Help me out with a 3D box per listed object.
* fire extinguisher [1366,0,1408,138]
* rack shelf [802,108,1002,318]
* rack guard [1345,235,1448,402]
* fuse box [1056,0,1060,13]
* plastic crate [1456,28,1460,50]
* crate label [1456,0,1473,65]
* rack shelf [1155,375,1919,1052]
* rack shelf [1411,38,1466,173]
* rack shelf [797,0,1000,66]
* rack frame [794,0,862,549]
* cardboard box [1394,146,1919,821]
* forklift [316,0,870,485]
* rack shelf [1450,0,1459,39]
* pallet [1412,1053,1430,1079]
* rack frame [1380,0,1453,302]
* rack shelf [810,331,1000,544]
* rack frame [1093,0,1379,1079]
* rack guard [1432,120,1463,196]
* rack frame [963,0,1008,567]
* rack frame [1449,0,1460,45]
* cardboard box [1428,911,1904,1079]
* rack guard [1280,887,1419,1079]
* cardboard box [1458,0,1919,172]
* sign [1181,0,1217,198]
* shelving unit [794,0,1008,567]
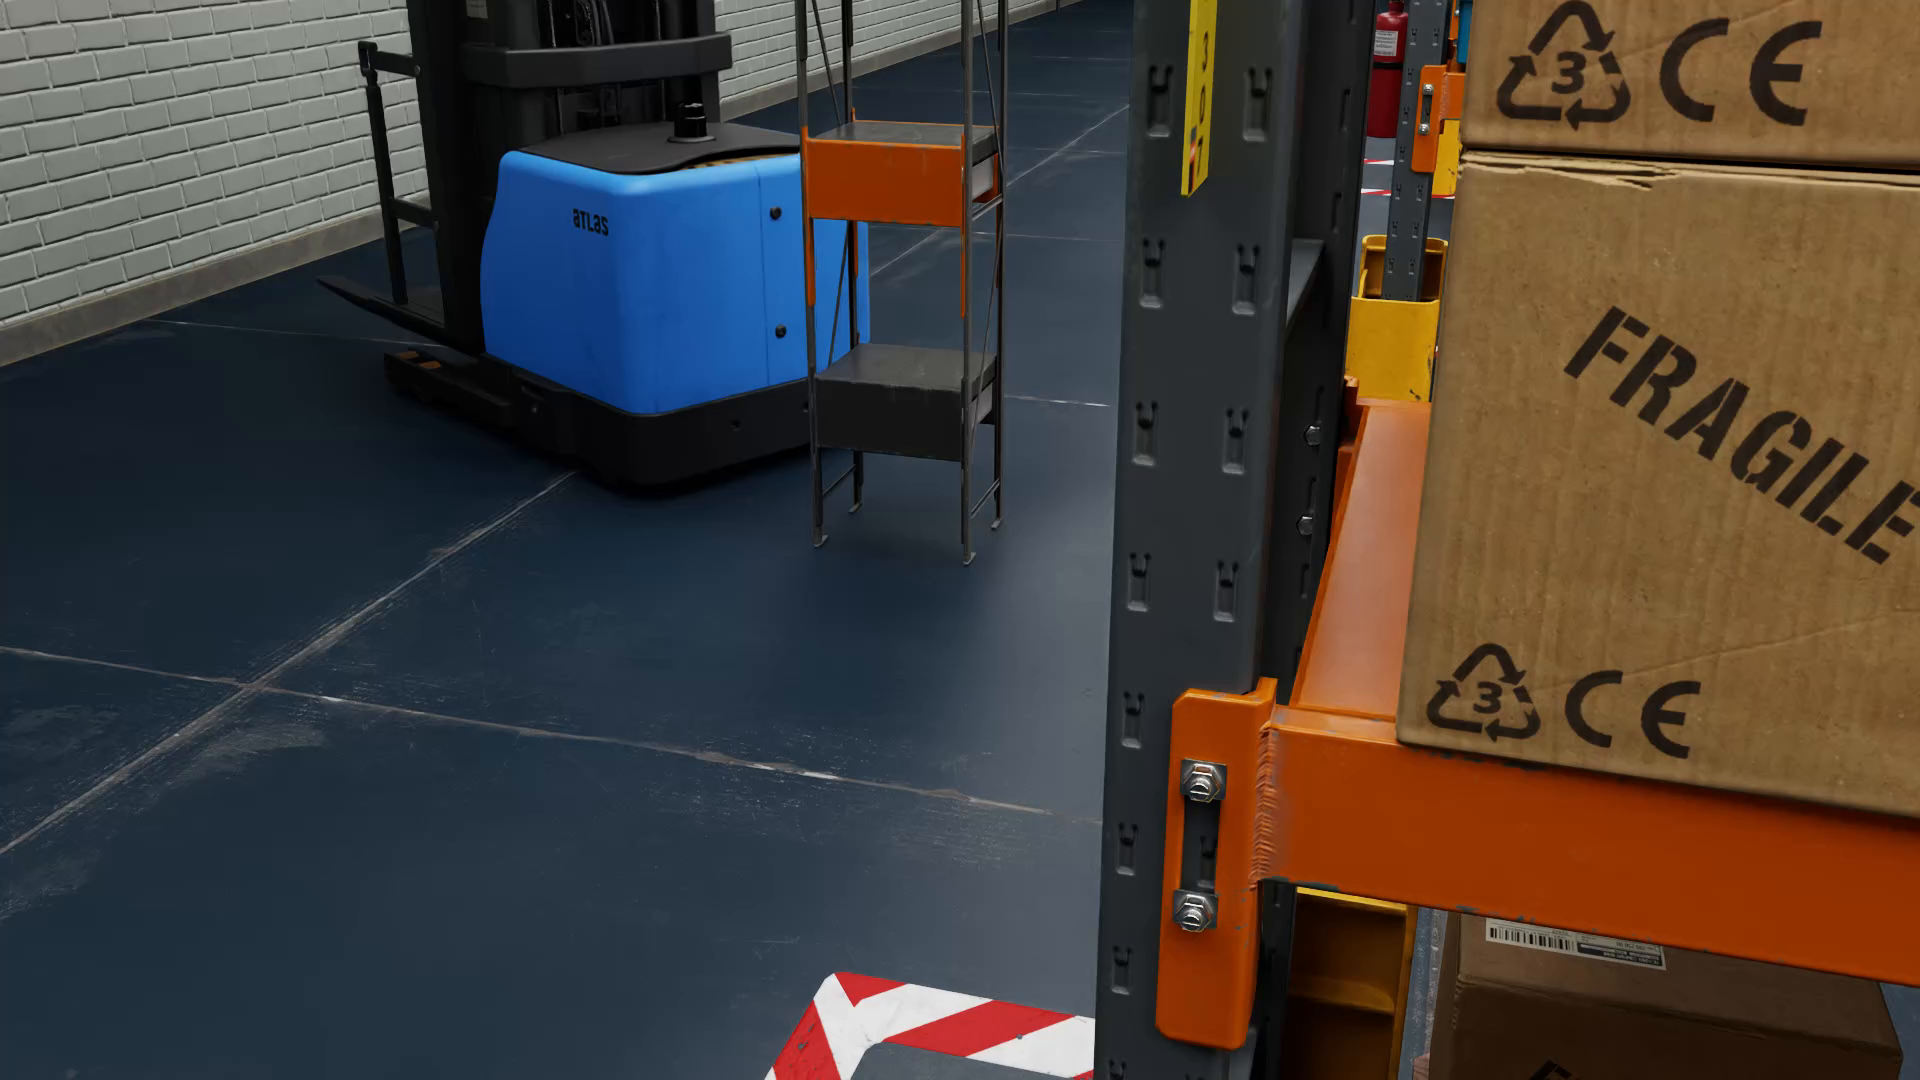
[{"bbox_3d":[1.756,-1.987,6.755,0.183,0.674,0.296,7,23,16],"label":"fire extinguisher"},{"bbox_3d":[-0.158,-0.977,4.921,0.480,0.518,0.431,7,23,16],"label":"rack shelf"},{"bbox_3d":[1.742,-0.855,6.696,0.348,0.500,1.175,7,23,16],"label":"rack guard"},{"bbox_3d":[1.404,-8.175,22.944,0.414,1.711,0.539,7,23,16],"label":"fuse box"},{"bbox_3d":[2.143,-2.089,6.284,0.499,0.435,0.616,7,23,16],"label":"plastic crate"},{"bbox_3d":[1.910,-1.817,5.889,0.303,0.233,0.416,7,23,16],"label":"crate label"},{"bbox_3d":[2.249,0.338,1.442,4.000,0.370,1.077,7,23,16],"label":"rack shelf"},{"bbox_3d":[3.684,-1.462,5.829,4.000,0.370,1.077,7,23,16],"label":"rack shelf"},{"bbox_3d":[-0.158,-1.625,4.655,0.480,0.518,0.431,7,23,16],"label":"rack shelf"},{"bbox_3d":[-0.392,-1.016,4.981,0.015,2.100,0.400,7,23,16],"label":"rack frame"},{"bbox_3d":[0.683,-0.116,1.469,0.500,0.500,0.500,7,23,17],"label":"cardboard box"},{"bbox_3d":[-1.678,-2.015,6.320,1.130,2.935,3.031,-19,29,-39],"label":"forklift"},{"bbox_3d":[5.114,-3.261,10.216,4.000,0.370,1.077,7,23,16],"label":"rack shelf"},{"bbox_3d":[1.171,1.171,2.137,1.213,0.211,1.003,7,23,16],"label":"pallet"},{"bbox_3d":[1.769,-2.014,6.227,0.127,3.000,1.000,7,23,16],"label":"rack frame"},{"bbox_3d":[-0.158,-0.329,5.187,0.480,0.518,0.431,7,23,16],"label":"rack shelf"},{"bbox_3d":[0.334,-0.213,1.837,0.053,2.616,0.949,7,23,16],"label":"rack frame"},{"bbox_3d":[3.177,-2.659,11.095,0.348,0.500,1.175,7,23,16],"label":"rack guard"},{"bbox_3d":[0.075,-0.963,4.851,0.015,2.100,0.400,7,23,16],"label":"rack frame"},{"bbox_3d":[3.200,-3.813,10.614,0.127,3.000,1.000,7,23,16],"label":"rack frame"},{"bbox_3d":[0.926,0.709,2.304,0.500,0.500,0.500,7,23,16],"label":"cardboard box"},{"bbox_3d":[0.407,0.950,2.294,0.348,0.500,1.175,7,23,16],"label":"rack guard"},{"bbox_3d":[0.683,-0.579,1.279,0.500,0.500,0.500,7,23,17],"label":"cardboard box"},{"bbox_3d":[0.178,-0.418,1.195,0.005,0.325,0.100,7,23,16],"label":"sign"},{"bbox_3d":[-0.158,-0.990,4.916,0.503,2.100,0.431,7,23,16],"label":"shelving unit"}]
